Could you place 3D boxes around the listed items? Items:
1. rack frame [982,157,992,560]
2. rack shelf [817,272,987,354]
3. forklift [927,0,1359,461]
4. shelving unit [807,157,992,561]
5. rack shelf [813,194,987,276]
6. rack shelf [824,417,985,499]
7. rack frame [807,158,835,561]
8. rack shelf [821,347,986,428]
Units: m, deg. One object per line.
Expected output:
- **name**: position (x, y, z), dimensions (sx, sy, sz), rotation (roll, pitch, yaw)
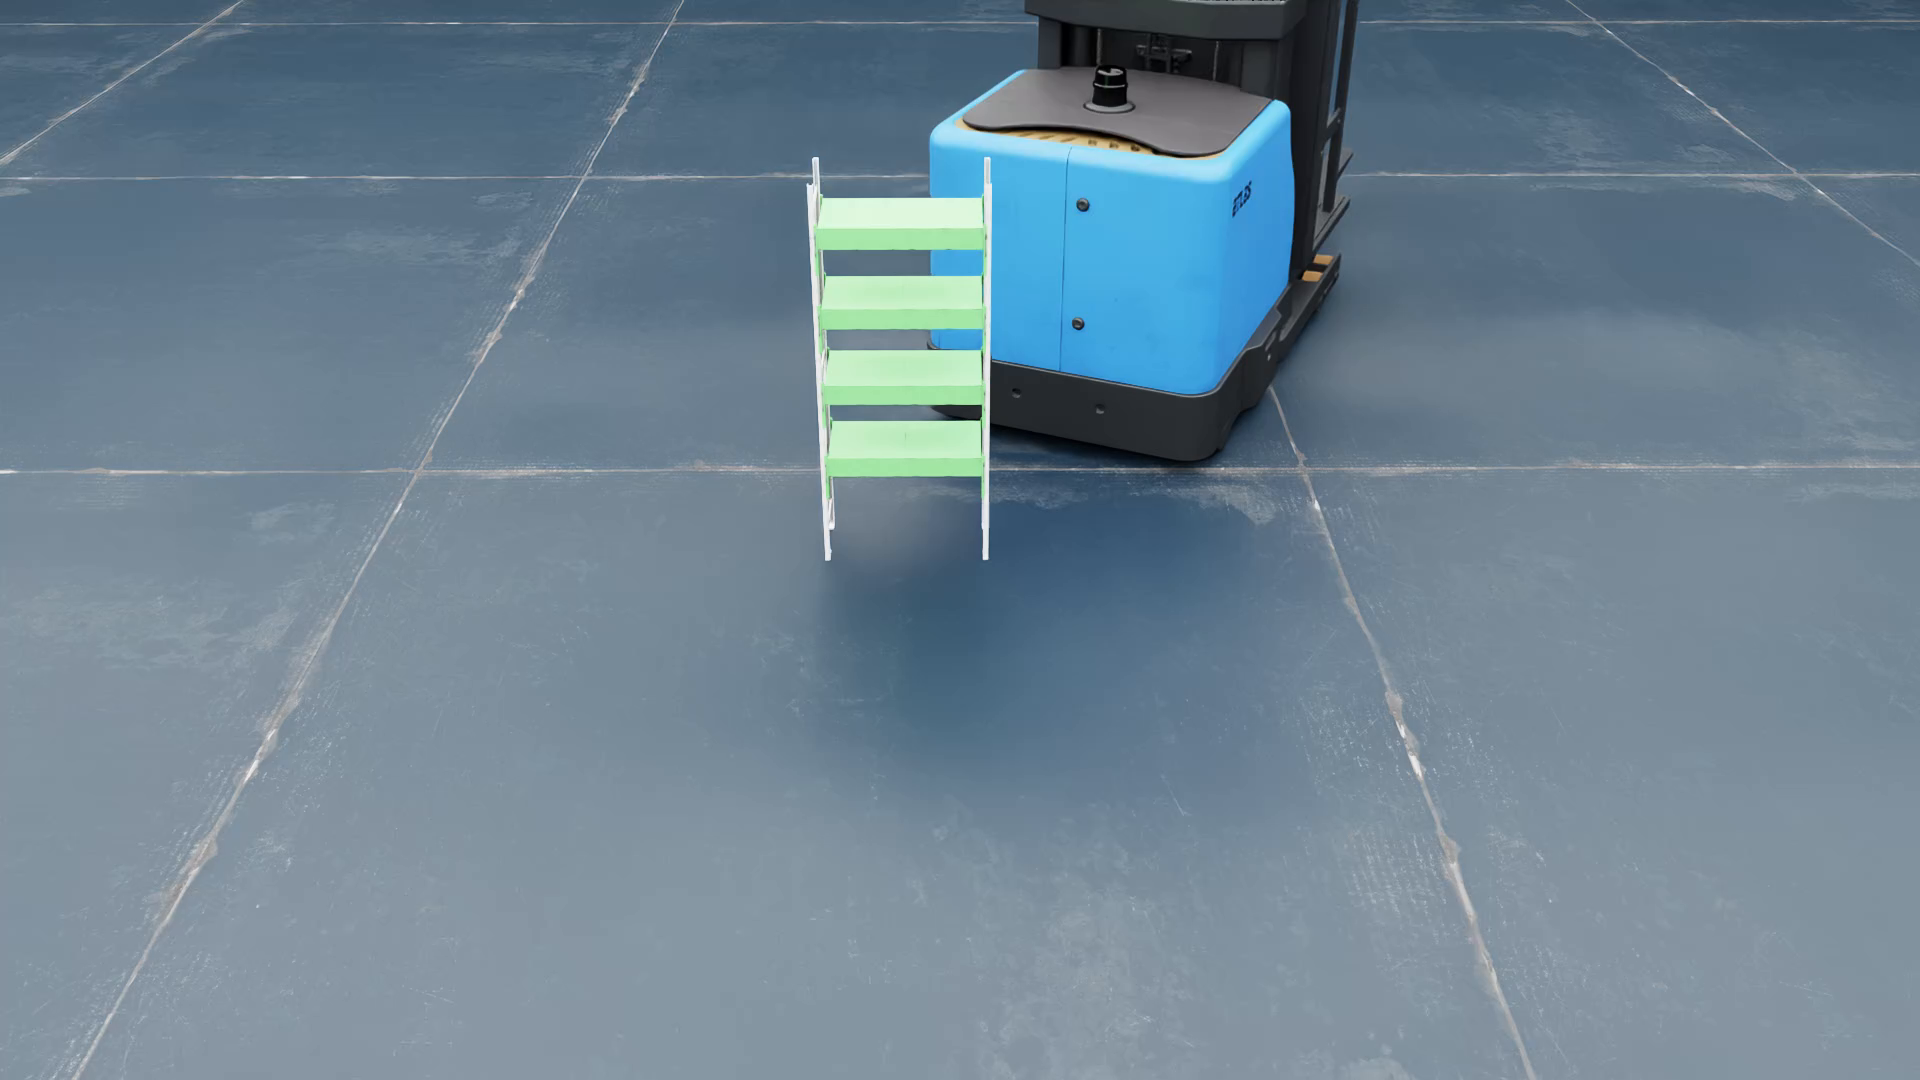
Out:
- **rack frame**: position (0.078, -0.513, 4.939), dimensions (0.015, 1.200, 0.240), rotation (0, 31, 0)
- **rack shelf**: position (-0.166, -0.663, 4.847), dimensions (0.480, 0.148, 0.258), rotation (0, 31, 0)
- **forklift**: position (0.940, -2.264, 6.157), dimensions (1.130, 2.935, 3.031), rotation (13, 34, 20)
- **shelving unit**: position (-0.166, -0.512, 4.938), dimensions (0.503, 1.200, 0.258), rotation (0, 31, 0)
- **rack shelf**: position (-0.166, -0.868, 4.722), dimensions (0.480, 0.148, 0.258), rotation (0, 31, 0)
- **rack shelf**: position (-0.166, -0.253, 5.096), dimensions (0.480, 0.148, 0.258), rotation (0, 31, 0)
- **rack frame**: position (-0.410, -0.512, 4.937), dimensions (0.015, 1.200, 0.240), rotation (0, 31, 0)
- **rack shelf**: position (-0.166, -0.458, 4.971), dimensions (0.480, 0.148, 0.258), rotation (0, 31, 0)
